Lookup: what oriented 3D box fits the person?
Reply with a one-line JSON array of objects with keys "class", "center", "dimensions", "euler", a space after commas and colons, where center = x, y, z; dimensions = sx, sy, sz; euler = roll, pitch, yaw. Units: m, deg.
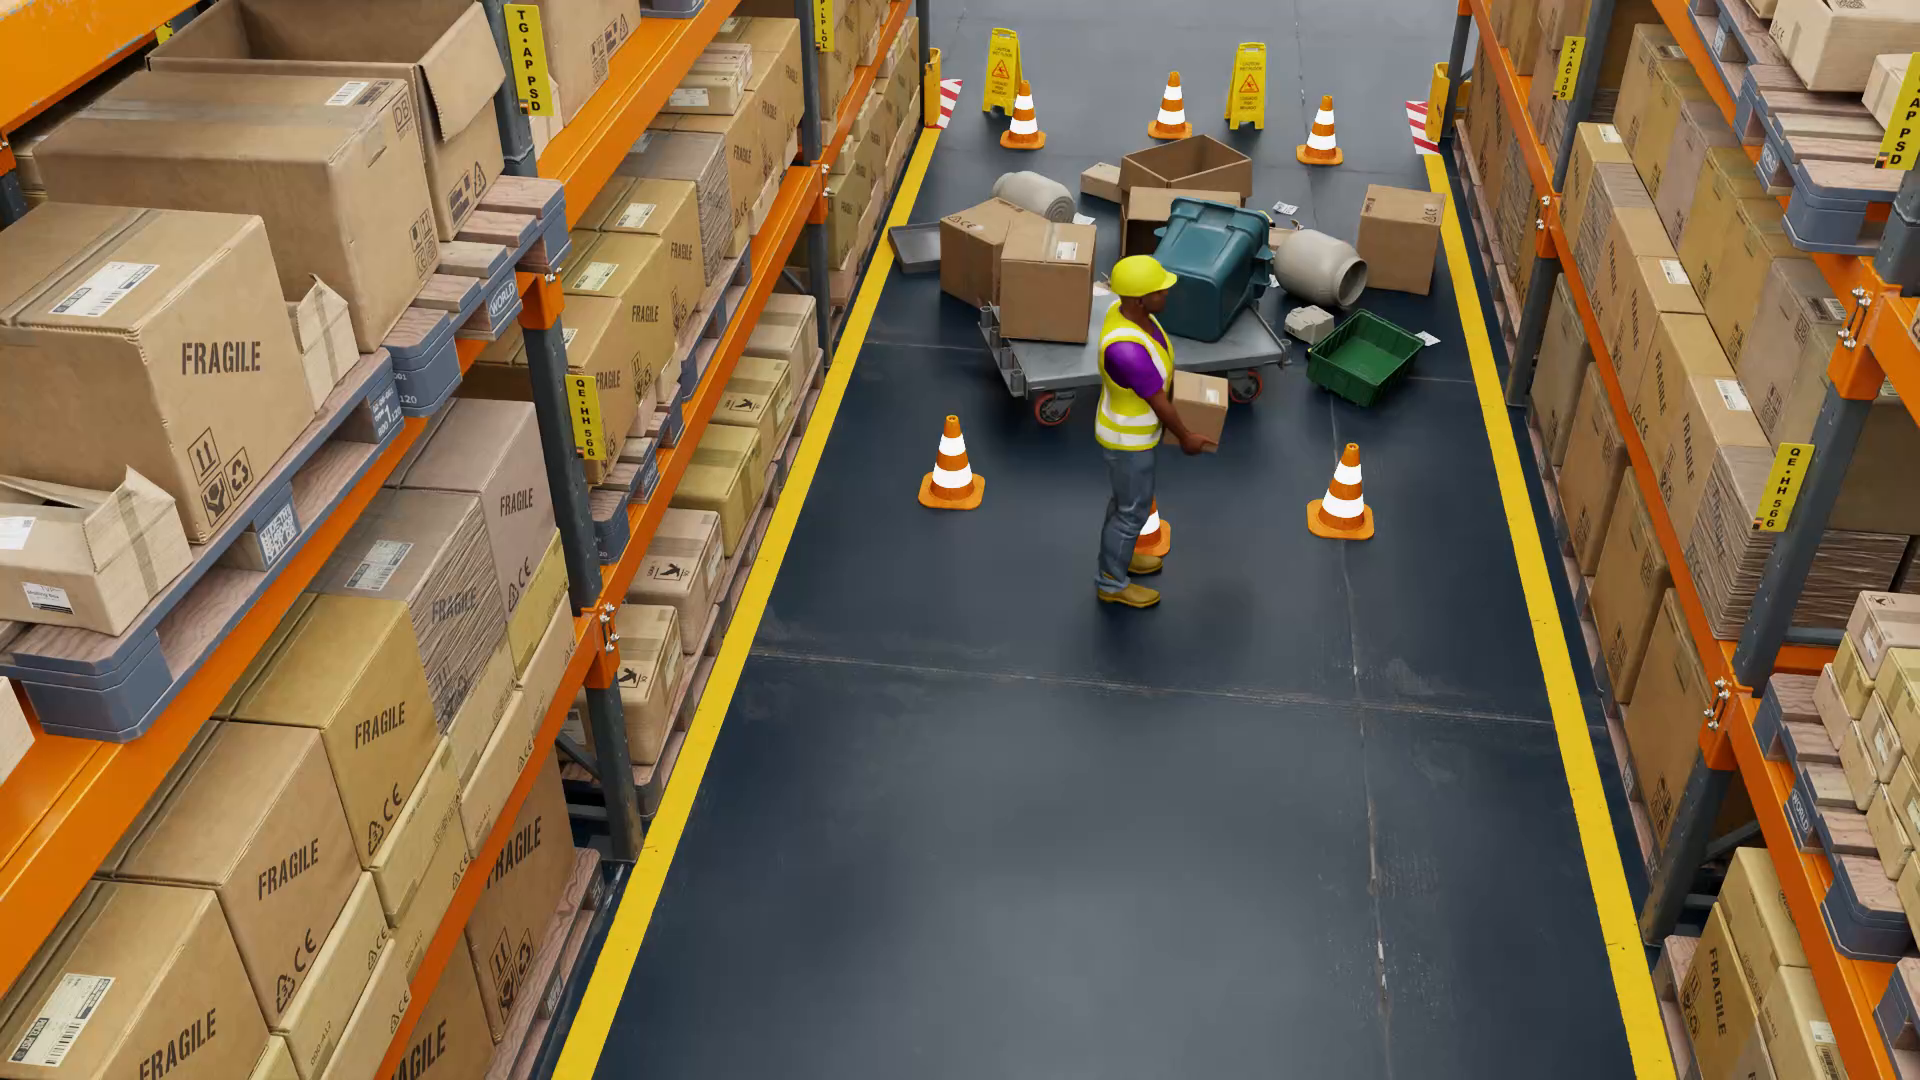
[{"class": "person", "center": [0.907, -0.502, 7.714], "dimensions": [0.567, 1.763, 0.505], "euler": [4, 36, 6]}]
